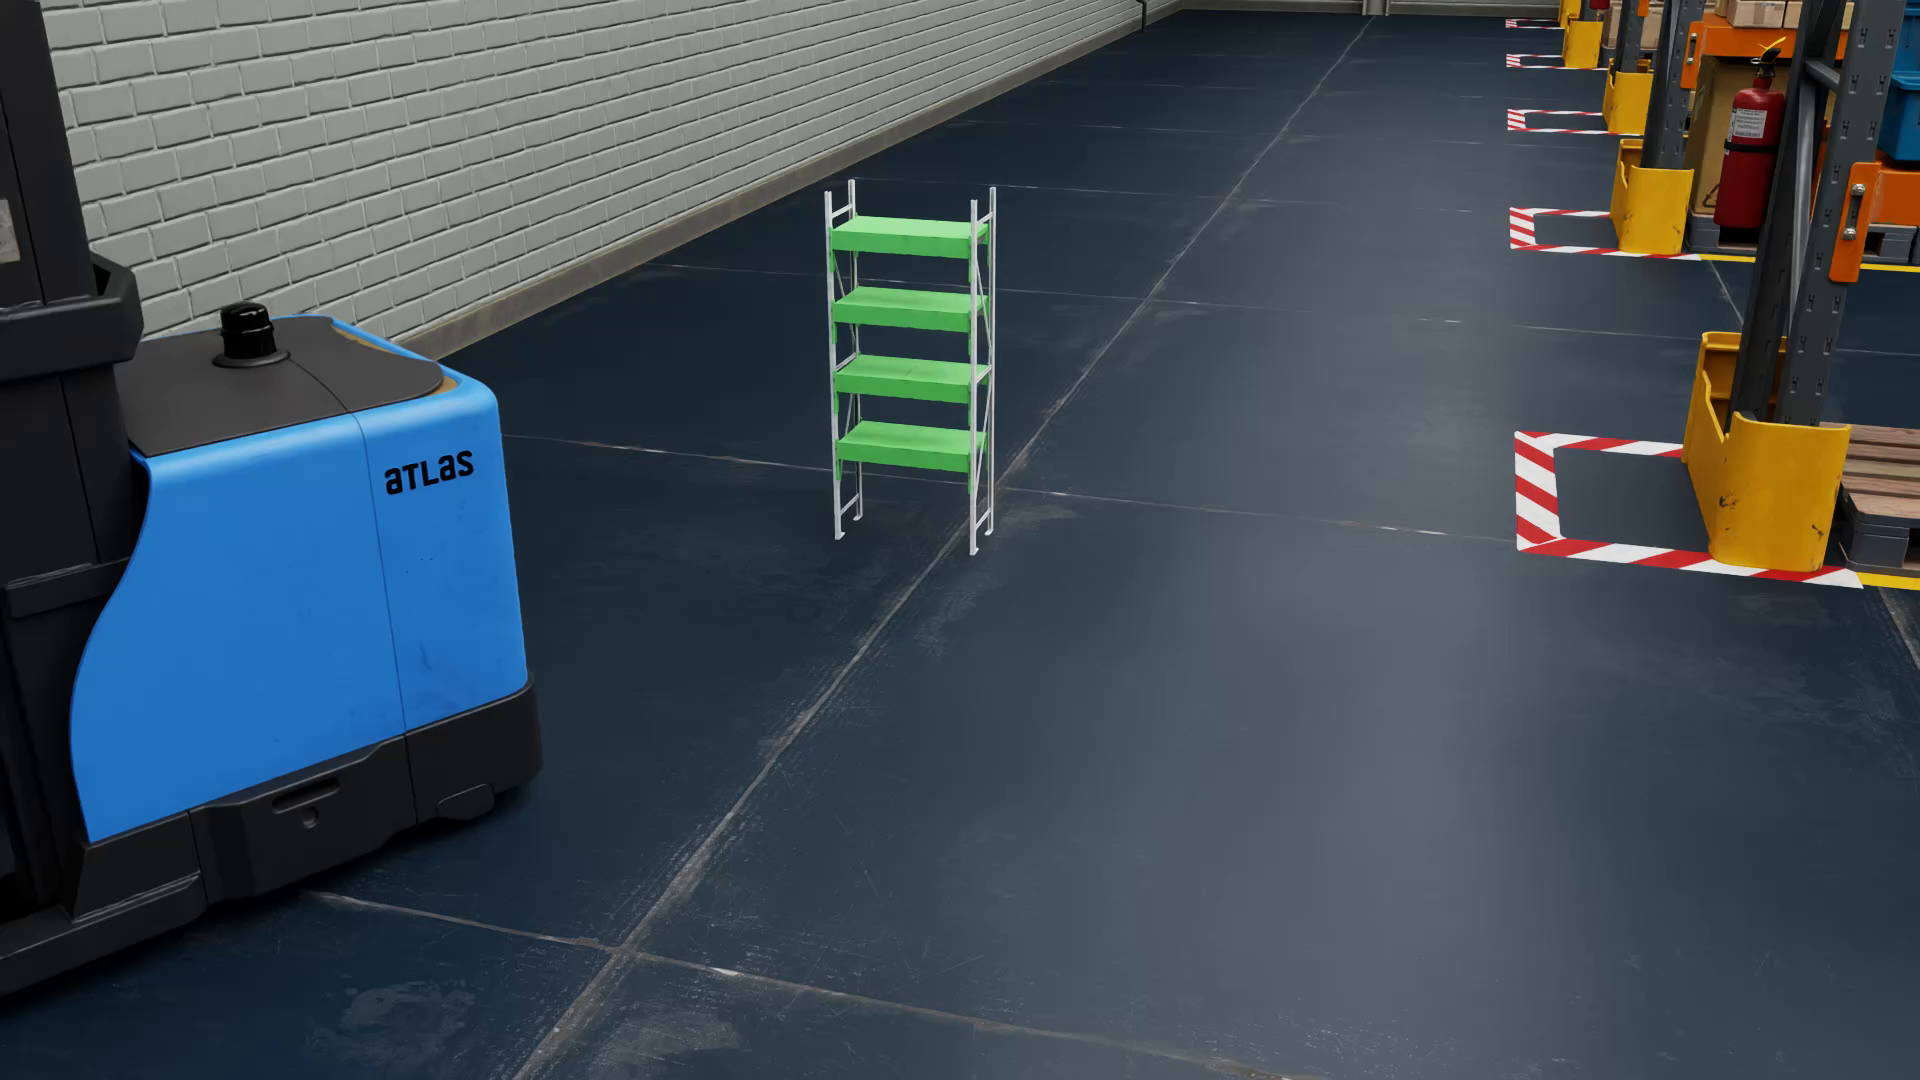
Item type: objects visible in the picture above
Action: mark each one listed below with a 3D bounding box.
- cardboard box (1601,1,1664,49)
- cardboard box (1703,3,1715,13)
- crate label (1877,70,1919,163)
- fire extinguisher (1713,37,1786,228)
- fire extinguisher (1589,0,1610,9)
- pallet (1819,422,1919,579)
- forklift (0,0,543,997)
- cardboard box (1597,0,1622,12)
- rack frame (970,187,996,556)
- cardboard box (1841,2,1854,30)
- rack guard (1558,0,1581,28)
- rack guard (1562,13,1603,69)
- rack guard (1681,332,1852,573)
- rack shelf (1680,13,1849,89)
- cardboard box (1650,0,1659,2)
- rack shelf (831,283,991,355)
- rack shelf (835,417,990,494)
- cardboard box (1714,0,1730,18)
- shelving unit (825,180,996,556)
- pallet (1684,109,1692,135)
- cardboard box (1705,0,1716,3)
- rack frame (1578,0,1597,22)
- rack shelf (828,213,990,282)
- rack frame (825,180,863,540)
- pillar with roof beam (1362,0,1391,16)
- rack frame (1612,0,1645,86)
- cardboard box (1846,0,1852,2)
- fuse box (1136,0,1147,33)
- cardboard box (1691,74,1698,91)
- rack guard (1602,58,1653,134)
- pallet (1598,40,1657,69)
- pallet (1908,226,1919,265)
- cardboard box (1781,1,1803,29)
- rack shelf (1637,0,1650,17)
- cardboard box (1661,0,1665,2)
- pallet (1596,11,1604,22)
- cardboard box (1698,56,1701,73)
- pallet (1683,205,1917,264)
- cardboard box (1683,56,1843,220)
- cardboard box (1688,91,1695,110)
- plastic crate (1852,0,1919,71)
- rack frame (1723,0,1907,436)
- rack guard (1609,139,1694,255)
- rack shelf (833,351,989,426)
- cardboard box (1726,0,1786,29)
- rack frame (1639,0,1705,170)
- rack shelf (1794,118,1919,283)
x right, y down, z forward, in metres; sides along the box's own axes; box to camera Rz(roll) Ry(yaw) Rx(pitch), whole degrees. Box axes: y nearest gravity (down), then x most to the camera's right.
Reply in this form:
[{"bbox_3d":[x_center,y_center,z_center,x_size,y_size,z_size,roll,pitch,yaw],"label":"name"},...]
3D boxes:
[{"bbox_3d":[7.839,-5.878,18.970,0.875,0.438,0.875,6,23,14],"label":"cardboard box"},{"bbox_3d":[8.717,-5.781,18.733,0.875,0.438,0.875,7,23,17],"label":"cardboard box"},{"bbox_3d":[3.026,-1.309,5.149,0.303,0.233,0.416,7,23,16],"label":"crate label"},{"bbox_3d":[2.871,-1.478,6.015,0.183,0.674,0.296,7,23,16],"label":"fire extinguisher"},{"bbox_3d":[5.737,-5.082,14.801,0.183,0.674,0.296,7,23,16],"label":"fire extinguisher"},{"bbox_3d":[3.663,-0.110,5.761,1.213,0.211,1.003,7,23,16],"label":"pallet"},{"bbox_3d":[-2.472,-0.467,3.046,3.031,2.935,1.130,-20,29,-39],"label":"forklift"},{"bbox_3d":[9.166,-7.647,23.195,0.637,0.503,0.797,6,23,13],"label":"cardboard box"},{"bbox_3d":[0.075,-0.547,5.521,0.015,1.200,0.240,7,23,16],"label":"rack frame"},{"bbox_3d":[5.051,-2.974,9.398,0.250,0.149,0.380,6,23,14],"label":"cardboard box"},{"bbox_3d":[8.681,-7.544,23.503,0.348,0.500,1.175,7,23,16],"label":"rack guard"},{"bbox_3d":[7.155,-5.751,19.132,0.348,0.500,1.175,7,23,16],"label":"rack guard"},{"bbox_3d":[2.858,-0.346,5.956,0.348,0.500,1.175,7,23,16],"label":"rack guard"},{"bbox_3d":[6.230,-2.752,9.475,4.000,0.370,1.077,7,23,16],"label":"rack shelf"},{"bbox_3d":[9.562,-7.422,23.115,0.250,0.149,0.380,6,23,13],"label":"cardboard box"},{"bbox_3d":[-0.158,-0.736,5.520,0.480,0.148,0.258,7,23,16],"label":"rack shelf"},{"bbox_3d":[-0.158,-0.292,5.702,0.480,0.148,0.258,7,23,16],"label":"rack shelf"},{"bbox_3d":[4.751,-3.269,10.118,0.250,0.149,0.380,7,23,17],"label":"cardboard box"},{"bbox_3d":[-0.158,-0.573,5.587,0.503,1.200,0.258,7,23,16],"label":"shelving unit"},{"bbox_3d":[6.685,-3.695,14.500,1.213,0.211,1.003,7,23,16],"label":"pallet"},{"bbox_3d":[10.451,-7.443,22.703,0.500,0.500,0.500,7,23,17],"label":"cardboard box"},{"bbox_3d":[7.178,-6.905,18.651,0.127,3.000,1.000,7,23,16],"label":"rack frame"},{"bbox_3d":[-0.158,-0.958,5.429,0.480,0.148,0.258,7,23,16],"label":"rack shelf"},{"bbox_3d":[-0.392,-0.600,5.652,0.015,1.200,0.240,7,23,16],"label":"rack frame"},{"bbox_3d":[5.043,-10.543,19.616,0.400,9.000,9.100,7,23,16],"label":"pillar with roof beam"},{"bbox_3d":[5.845,-5.095,14.240,0.127,3.000,1.000,7,23,16],"label":"rack frame"},{"bbox_3d":[5.196,-3.167,9.345,0.500,0.250,0.500,6,23,15],"label":"cardboard box"},{"bbox_3d":[2.519,-7.666,22.204,0.414,1.711,0.539,7,23,16],"label":"fuse box"},{"bbox_3d":[6.272,-3.958,14.277,0.250,0.149,0.380,8,23,18],"label":"cardboard box"},{"bbox_3d":[5.917,-3.931,14.694,0.348,0.500,1.175,7,23,16],"label":"rack guard"},{"bbox_3d":[7.966,-5.556,19.036,1.213,0.211,1.003,7,23,16],"label":"pallet"},{"bbox_3d":[6.267,-1.821,9.930,1.213,0.211,1.003,7,23,16],"label":"pallet"},{"bbox_3d":[4.806,-3.002,9.467,0.250,0.149,0.380,6,23,15],"label":"cardboard box"},{"bbox_3d":[7.759,-4.543,13.842,4.000,0.370,1.077,7,23,16],"label":"rack shelf"},{"bbox_3d":[9.973,-7.537,22.933,0.500,0.500,0.700,8,23,18],"label":"cardboard box"},{"bbox_3d":[9.444,-7.323,23.345,1.213,0.211,1.003,7,23,16],"label":"pallet"},{"bbox_3d":[6.248,-4.065,14.147,0.250,0.149,0.380,5,23,13],"label":"cardboard box"},{"bbox_3d":[5.103,-1.955,10.258,1.213,0.211,1.003,7,23,16],"label":"pallet"},{"bbox_3d":[4.951,-2.475,10.097,0.875,0.875,0.875,7,23,16],"label":"cardboard box"},{"bbox_3d":[6.254,-3.797,14.277,0.250,0.149,0.380,7,23,17],"label":"cardboard box"},{"bbox_3d":[3.259,-1.580,5.544,0.499,0.435,0.616,7,23,16],"label":"plastic crate"},{"bbox_3d":[2.884,-1.505,5.486,0.127,3.000,1.000,7,23,16],"label":"rack frame"},{"bbox_3d":[4.292,-2.151,10.354,0.348,0.500,1.175,7,23,16],"label":"rack guard"},{"bbox_3d":[-0.158,-0.514,5.611,0.480,0.148,0.258,7,23,16],"label":"rack shelf"},{"bbox_3d":[4.560,-3.029,9.534,0.250,0.149,0.380,7,23,16],"label":"cardboard box"},{"bbox_3d":[4.315,-3.304,9.873,0.127,3.000,1.000,7,23,16],"label":"rack frame"},{"bbox_3d":[4.799,-0.953,5.088,4.000,0.370,1.077,7,23,16],"label":"rack shelf"}]
